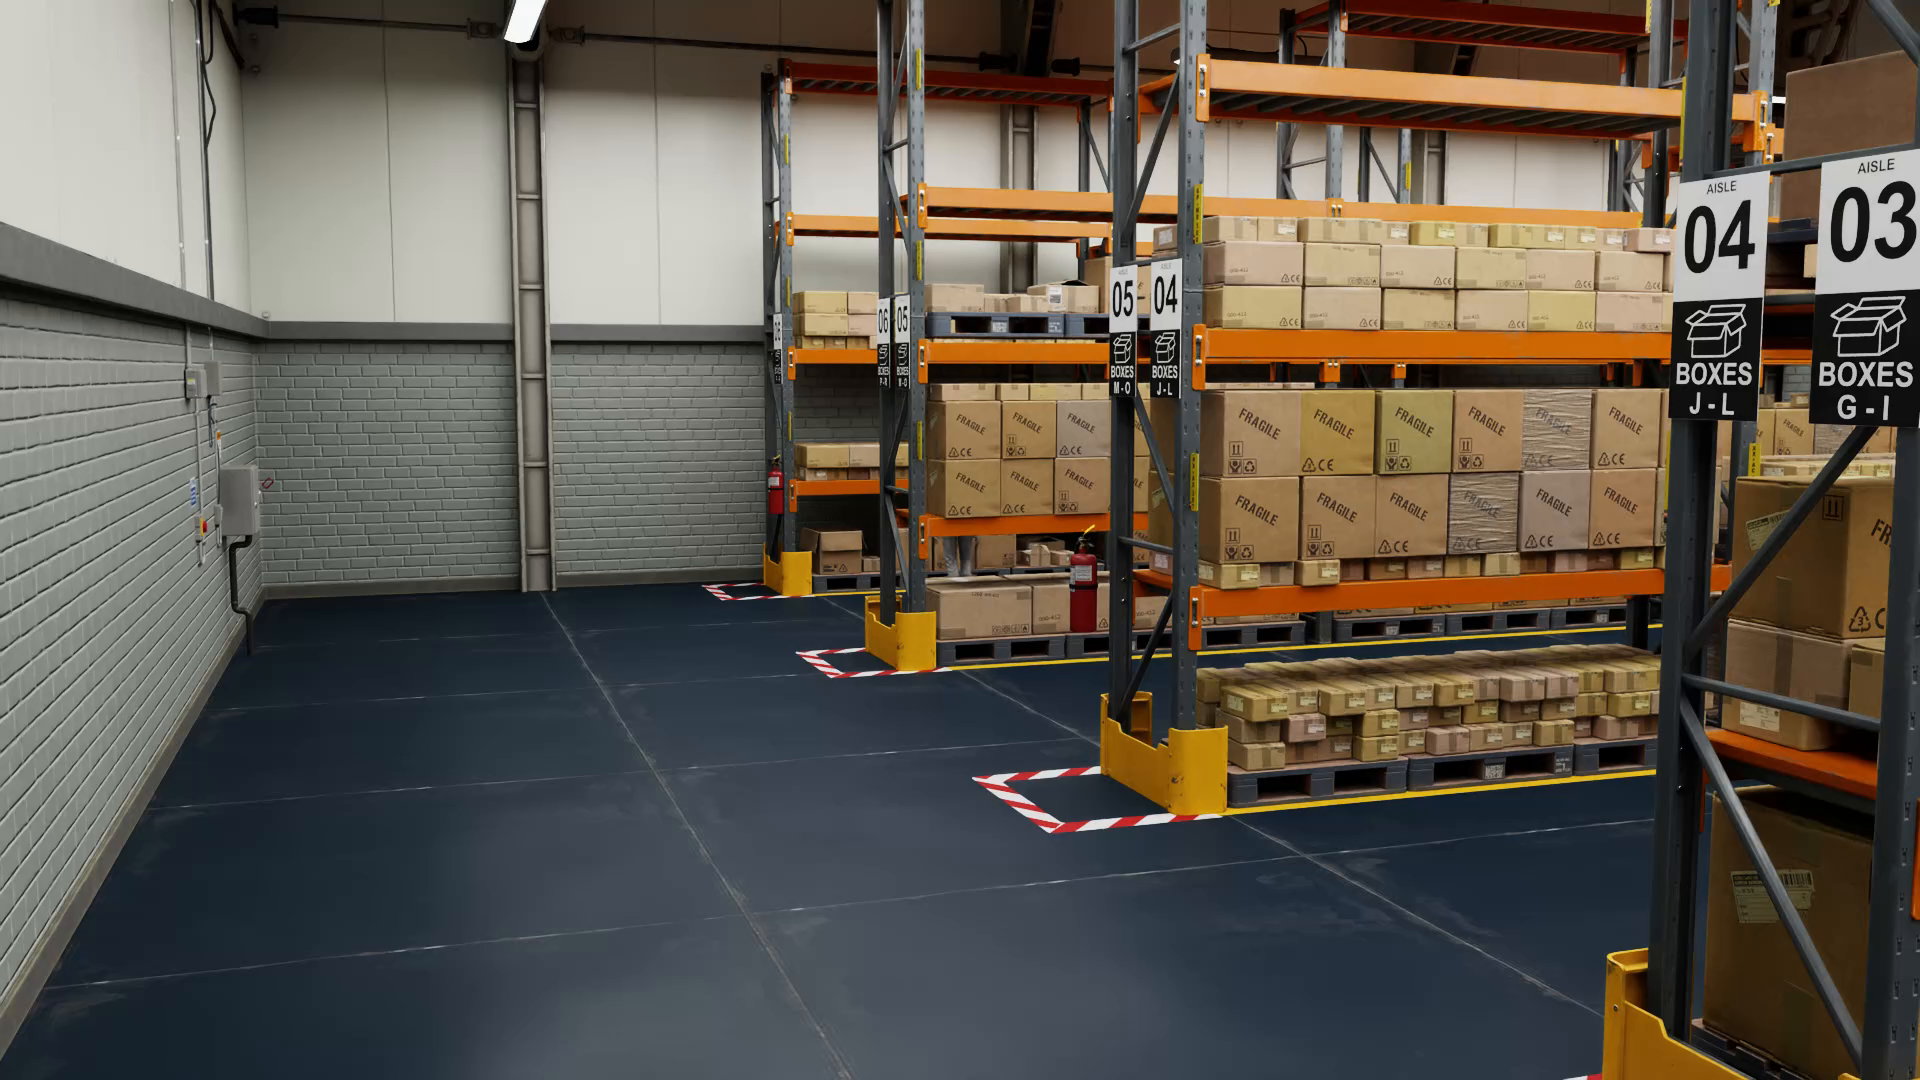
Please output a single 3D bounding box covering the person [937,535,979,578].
[{"bbox_3d":[-0.064,-0.128,18.160,0.481,1.668,0.612,-1,6,-13],"label":"person"}]
